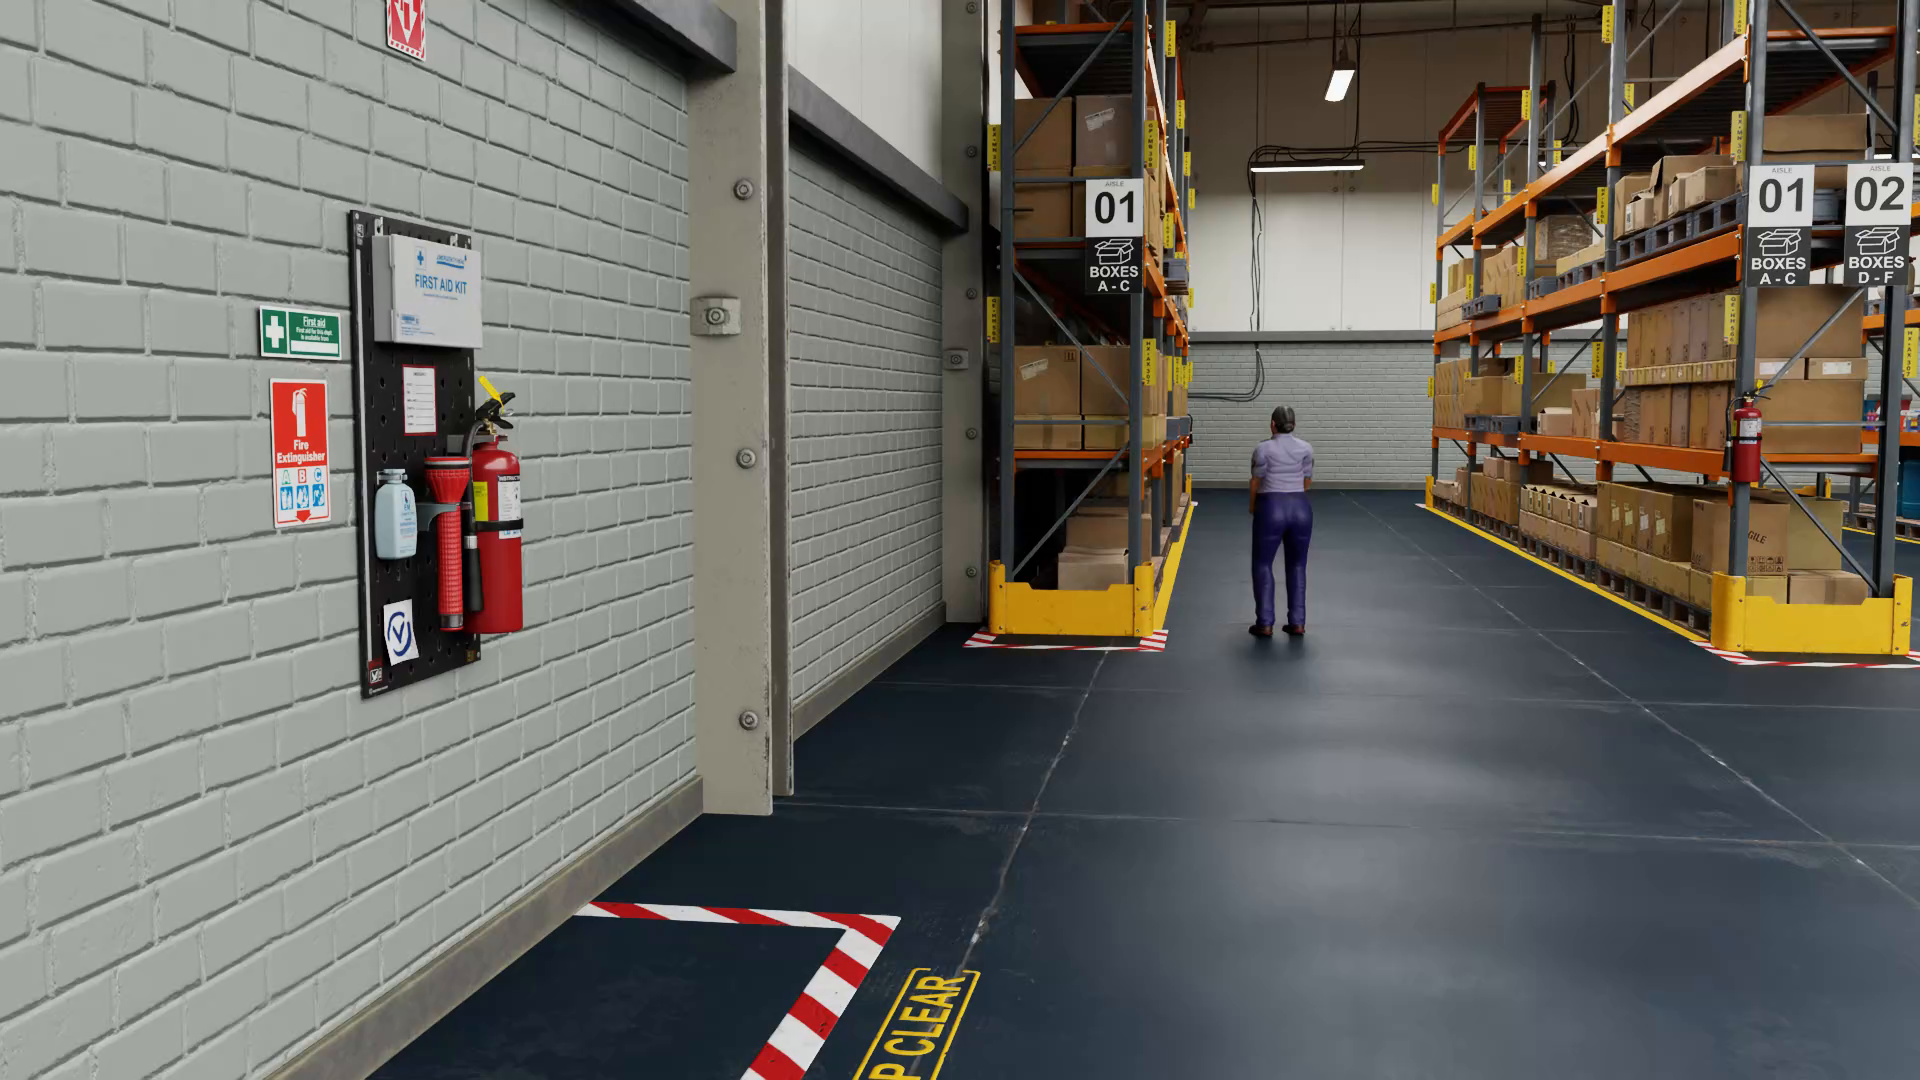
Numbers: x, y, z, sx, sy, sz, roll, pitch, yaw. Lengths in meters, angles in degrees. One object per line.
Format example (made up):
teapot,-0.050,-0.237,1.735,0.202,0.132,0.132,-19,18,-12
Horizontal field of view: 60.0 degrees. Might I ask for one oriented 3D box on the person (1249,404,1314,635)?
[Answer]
person,2.275,-0.146,11.891,0.453,1.640,0.514,-1,5,-6
